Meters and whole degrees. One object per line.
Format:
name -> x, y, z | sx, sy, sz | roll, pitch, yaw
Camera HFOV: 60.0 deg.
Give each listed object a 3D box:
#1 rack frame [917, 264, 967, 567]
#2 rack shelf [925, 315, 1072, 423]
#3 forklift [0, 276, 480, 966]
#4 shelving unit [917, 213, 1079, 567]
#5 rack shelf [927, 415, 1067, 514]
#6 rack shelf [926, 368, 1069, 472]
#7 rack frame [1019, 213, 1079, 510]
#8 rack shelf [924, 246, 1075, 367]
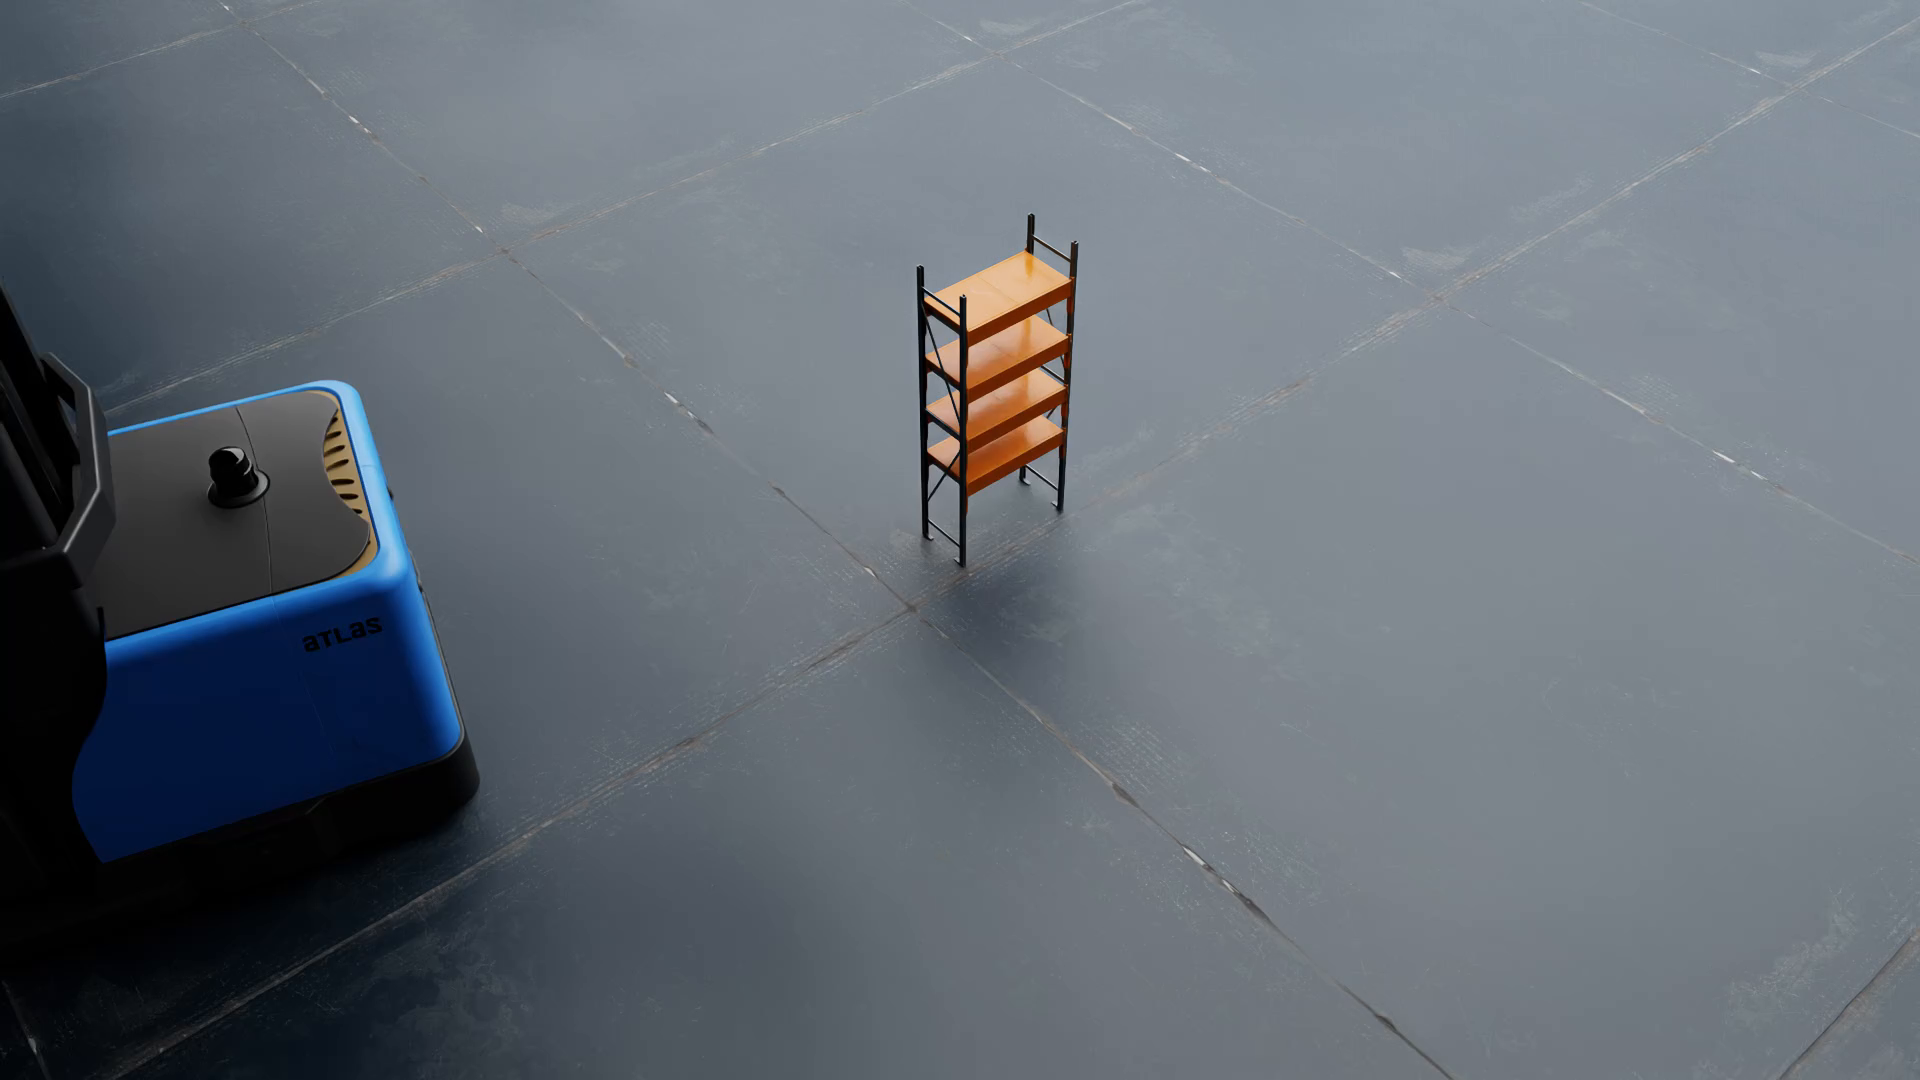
rack frame -> -0.060, -0.403, 5.803 | 0.015, 1.200, 0.240 | -30, 51, -28
rack shelf -> 0.127, -0.624, 5.810 | 0.480, 0.148, 0.258 | -30, 51, -28
forklift -> -3.098, -0.101, 4.216 | 3.031, 2.935, 1.130 | -17, 46, -17
shelving unit -> 0.127, -0.510, 5.917 | 0.503, 1.200, 0.258 | -30, 51, -28
rack shelf -> 0.127, -0.316, 6.099 | 0.480, 0.148, 0.258 | -30, 51, -28
rack shelf -> 0.127, -0.461, 5.963 | 0.480, 0.148, 0.258 | -30, 51, -28
rack frame -> 0.314, -0.617, 6.031 | 0.015, 1.200, 0.240 | -30, 51, -28
rack shelf -> 0.127, -0.796, 5.648 | 0.480, 0.148, 0.258 | -30, 51, -28
